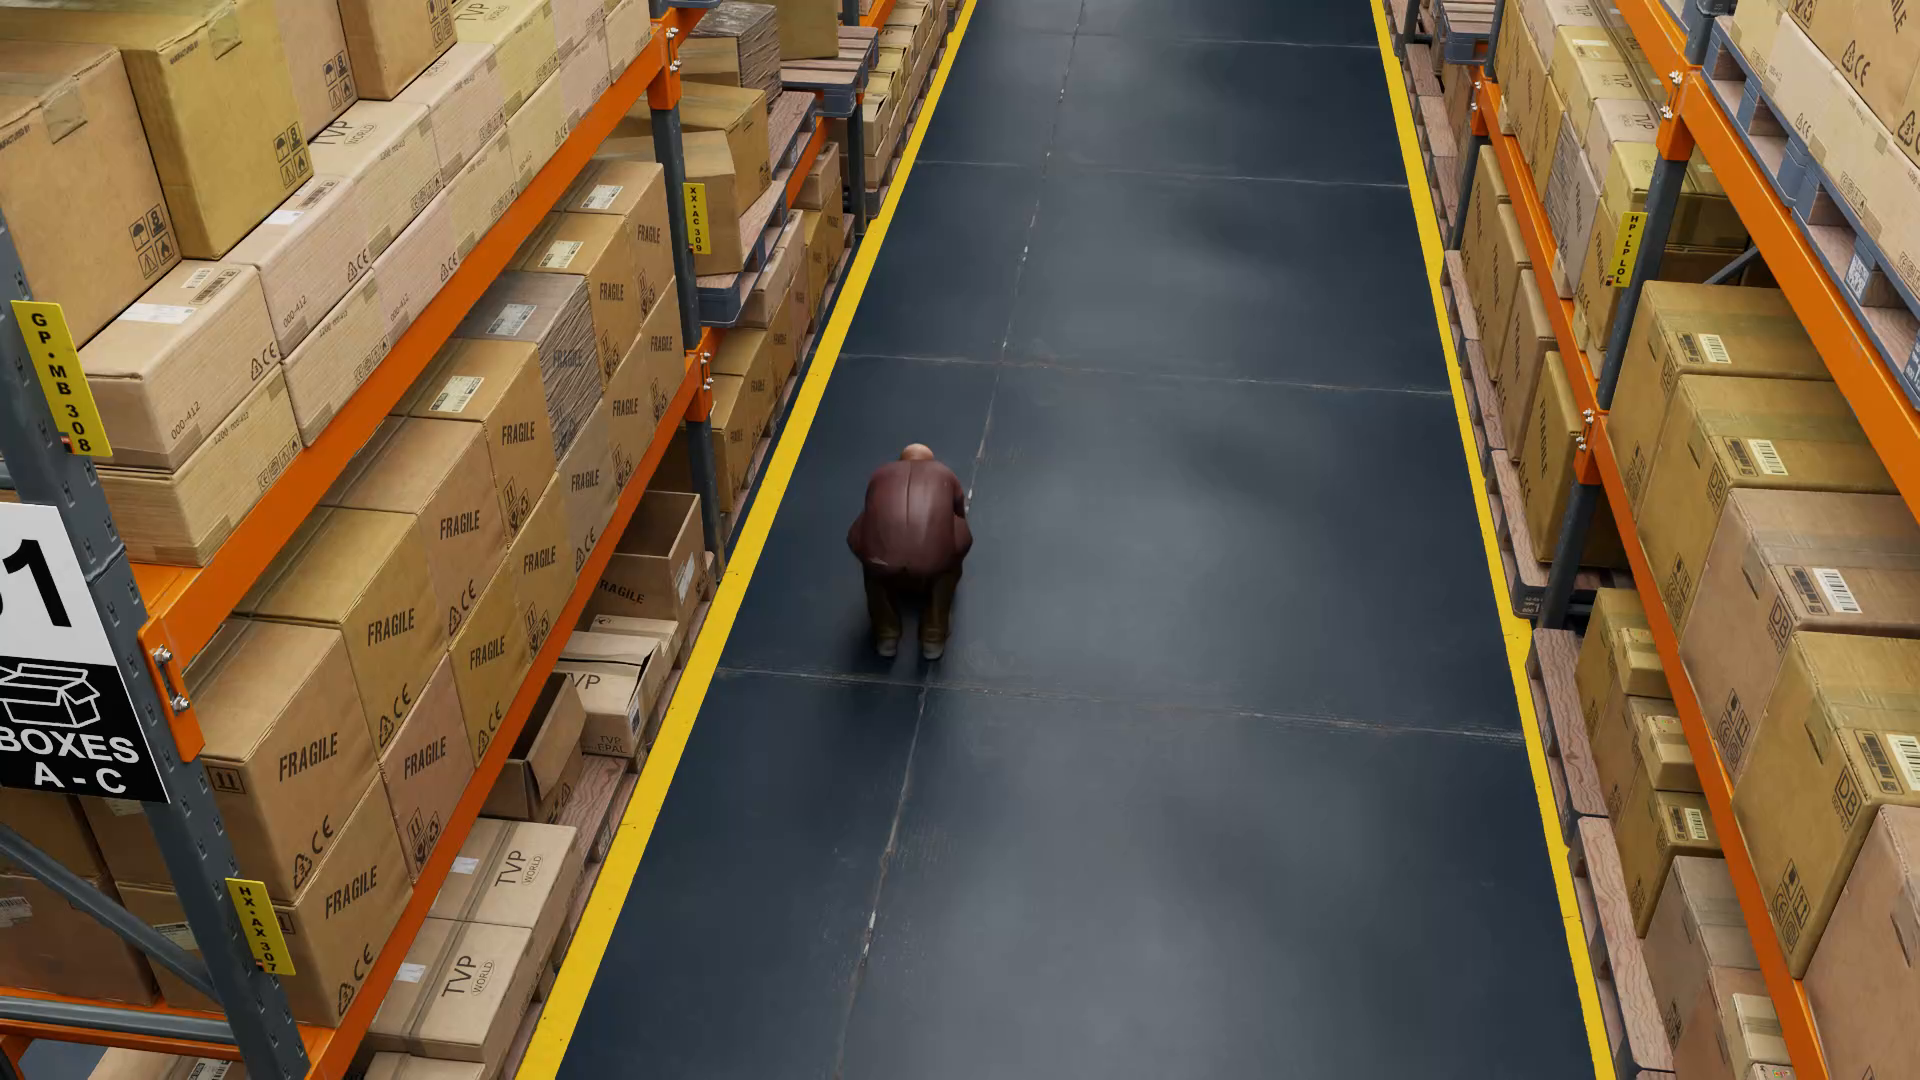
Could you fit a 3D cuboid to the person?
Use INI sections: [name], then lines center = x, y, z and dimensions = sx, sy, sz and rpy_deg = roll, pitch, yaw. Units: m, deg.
[person]
center = -0.226, 0.024, 7.763
dimensions = 0.584, 0.931, 0.956
rpy_deg = 1, 36, 2
